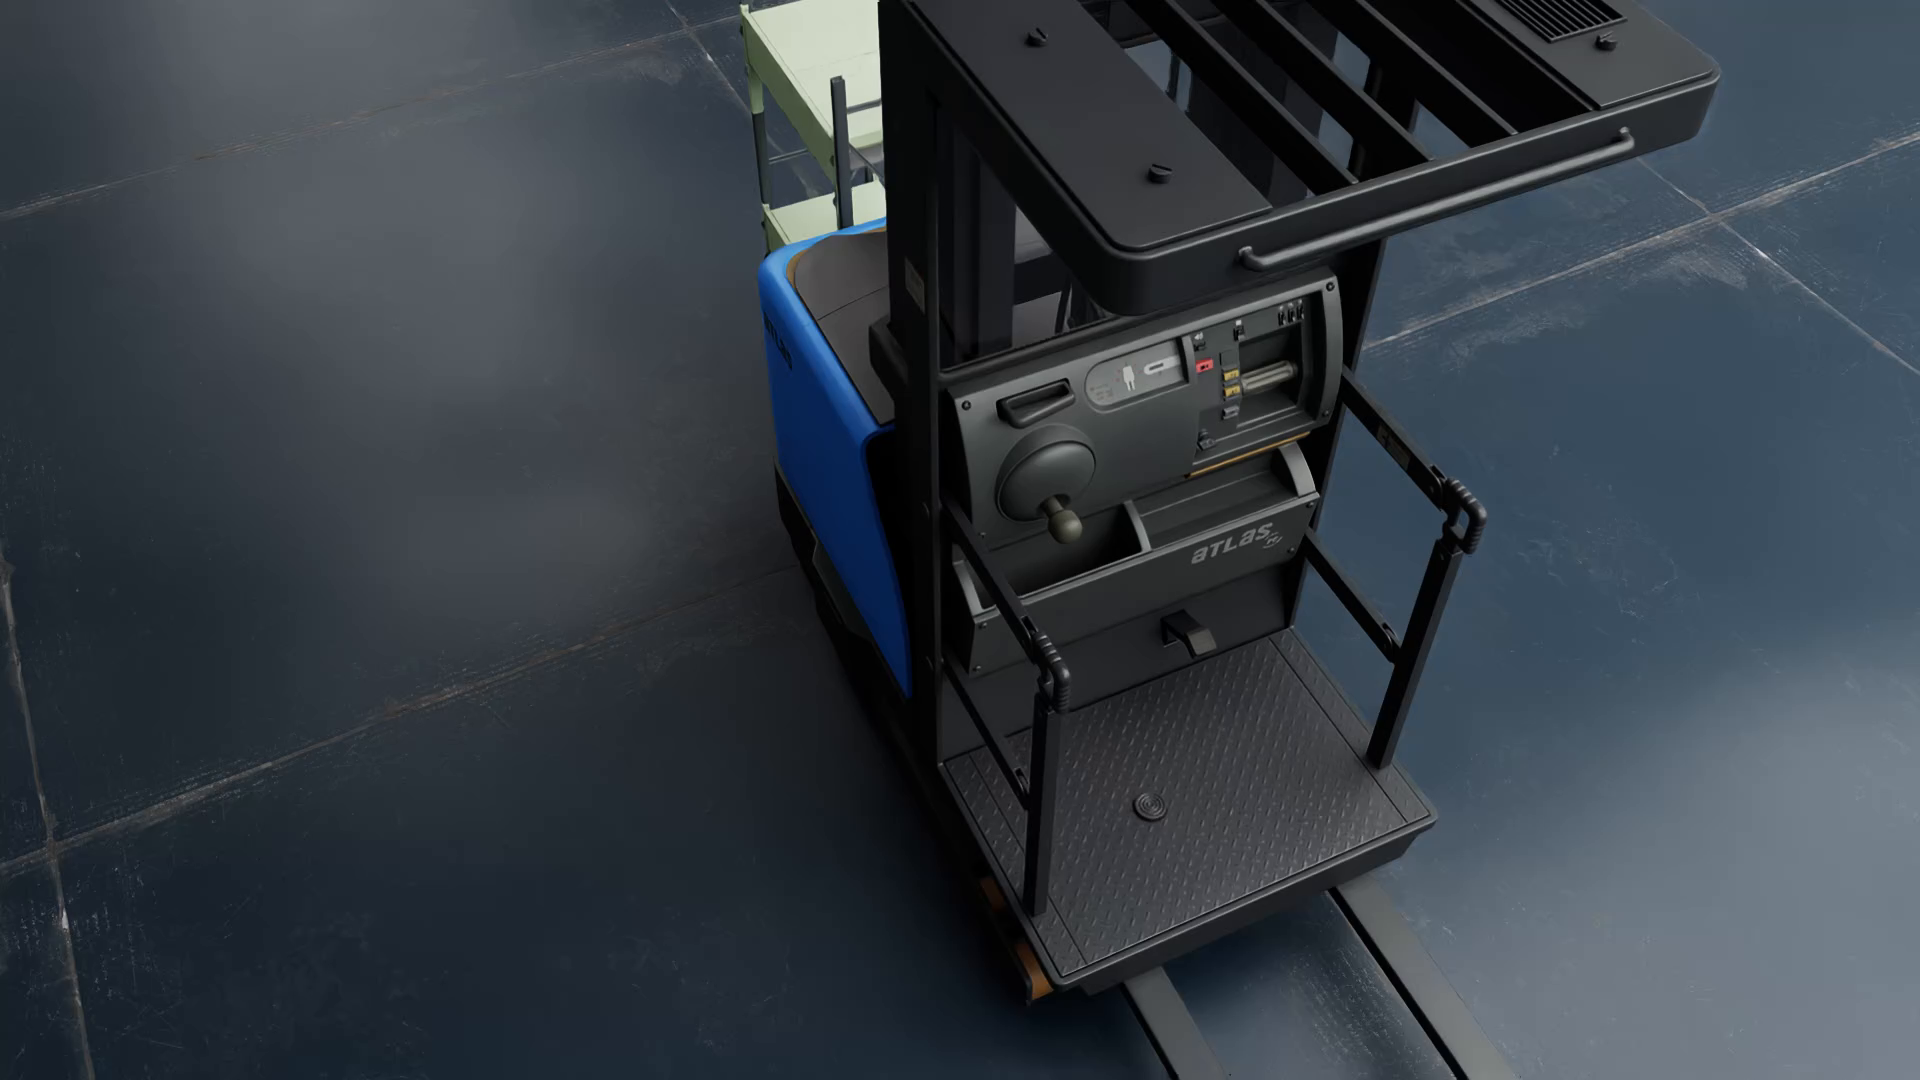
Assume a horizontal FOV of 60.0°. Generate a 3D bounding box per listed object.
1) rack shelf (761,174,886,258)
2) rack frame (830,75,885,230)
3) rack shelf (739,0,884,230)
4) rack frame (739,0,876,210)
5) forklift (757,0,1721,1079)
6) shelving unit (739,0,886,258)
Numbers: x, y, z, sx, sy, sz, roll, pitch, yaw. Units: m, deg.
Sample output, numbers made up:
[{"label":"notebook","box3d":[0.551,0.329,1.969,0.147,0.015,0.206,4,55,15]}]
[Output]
[{"label":"rack shelf","box3d":[-0.307,-0.792,5.380,0.431,0.370,0.720,-19,52,-16]},{"label":"rack frame","box3d":[-0.152,-0.757,4.916,0.400,1.500,0.023,-19,52,-16]},{"label":"rack shelf","box3d":[-0.307,-1.264,4.841,0.431,0.370,0.720,-19,52,-16]},{"label":"rack frame","box3d":[-0.462,-1.257,5.353,0.400,1.500,0.023,-19,52,-16]},{"label":"forklift","box3d":[0.514,-0.186,3.465,1.130,2.935,3.031,-19,52,-16]},{"label":"shelving unit","box3d":[-0.307,-1.007,5.134,0.431,1.500,0.755,-19,52,-16]}]
